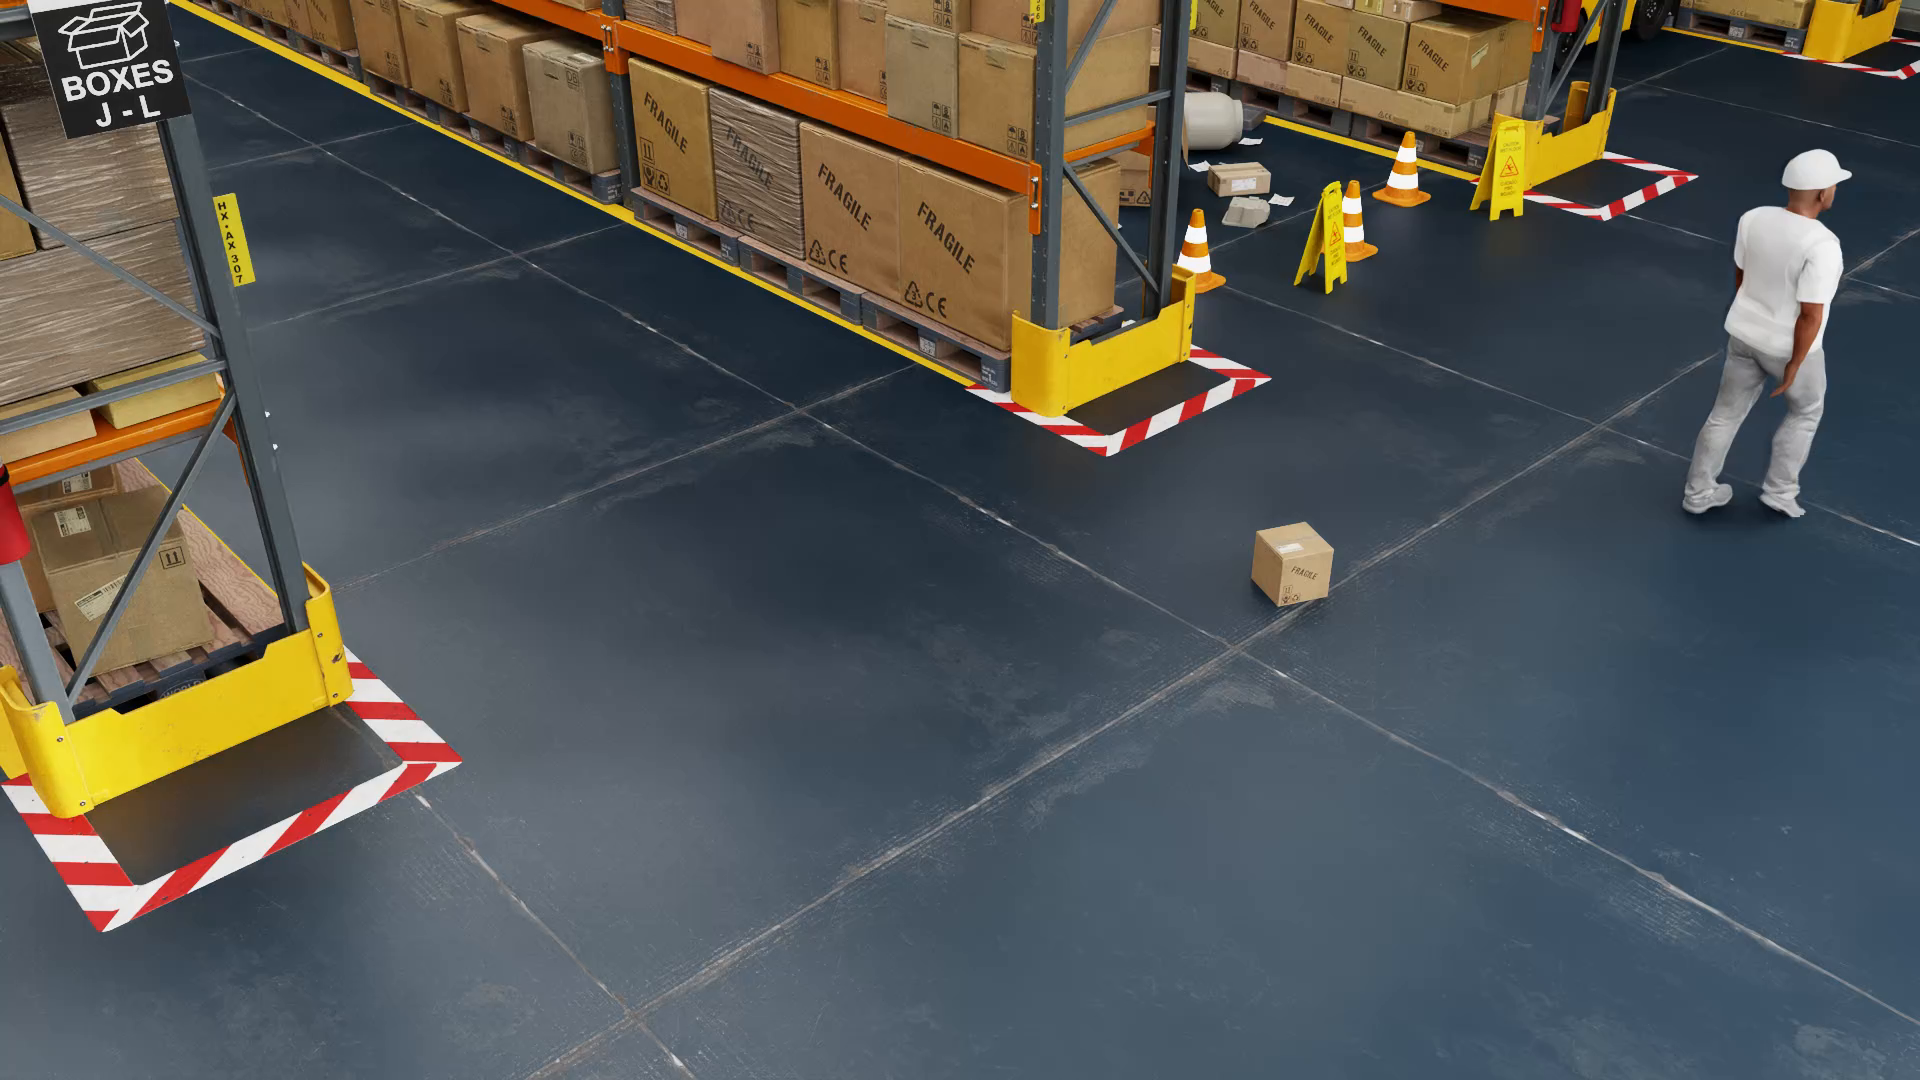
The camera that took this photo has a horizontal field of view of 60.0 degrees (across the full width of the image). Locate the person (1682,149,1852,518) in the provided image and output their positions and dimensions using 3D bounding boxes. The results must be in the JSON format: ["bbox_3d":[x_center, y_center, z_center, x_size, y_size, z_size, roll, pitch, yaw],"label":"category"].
[{"bbox_3d":[3.746,-0.901,7.606,0.615,1.829,0.573,-14,34,-22],"label":"person"}]
